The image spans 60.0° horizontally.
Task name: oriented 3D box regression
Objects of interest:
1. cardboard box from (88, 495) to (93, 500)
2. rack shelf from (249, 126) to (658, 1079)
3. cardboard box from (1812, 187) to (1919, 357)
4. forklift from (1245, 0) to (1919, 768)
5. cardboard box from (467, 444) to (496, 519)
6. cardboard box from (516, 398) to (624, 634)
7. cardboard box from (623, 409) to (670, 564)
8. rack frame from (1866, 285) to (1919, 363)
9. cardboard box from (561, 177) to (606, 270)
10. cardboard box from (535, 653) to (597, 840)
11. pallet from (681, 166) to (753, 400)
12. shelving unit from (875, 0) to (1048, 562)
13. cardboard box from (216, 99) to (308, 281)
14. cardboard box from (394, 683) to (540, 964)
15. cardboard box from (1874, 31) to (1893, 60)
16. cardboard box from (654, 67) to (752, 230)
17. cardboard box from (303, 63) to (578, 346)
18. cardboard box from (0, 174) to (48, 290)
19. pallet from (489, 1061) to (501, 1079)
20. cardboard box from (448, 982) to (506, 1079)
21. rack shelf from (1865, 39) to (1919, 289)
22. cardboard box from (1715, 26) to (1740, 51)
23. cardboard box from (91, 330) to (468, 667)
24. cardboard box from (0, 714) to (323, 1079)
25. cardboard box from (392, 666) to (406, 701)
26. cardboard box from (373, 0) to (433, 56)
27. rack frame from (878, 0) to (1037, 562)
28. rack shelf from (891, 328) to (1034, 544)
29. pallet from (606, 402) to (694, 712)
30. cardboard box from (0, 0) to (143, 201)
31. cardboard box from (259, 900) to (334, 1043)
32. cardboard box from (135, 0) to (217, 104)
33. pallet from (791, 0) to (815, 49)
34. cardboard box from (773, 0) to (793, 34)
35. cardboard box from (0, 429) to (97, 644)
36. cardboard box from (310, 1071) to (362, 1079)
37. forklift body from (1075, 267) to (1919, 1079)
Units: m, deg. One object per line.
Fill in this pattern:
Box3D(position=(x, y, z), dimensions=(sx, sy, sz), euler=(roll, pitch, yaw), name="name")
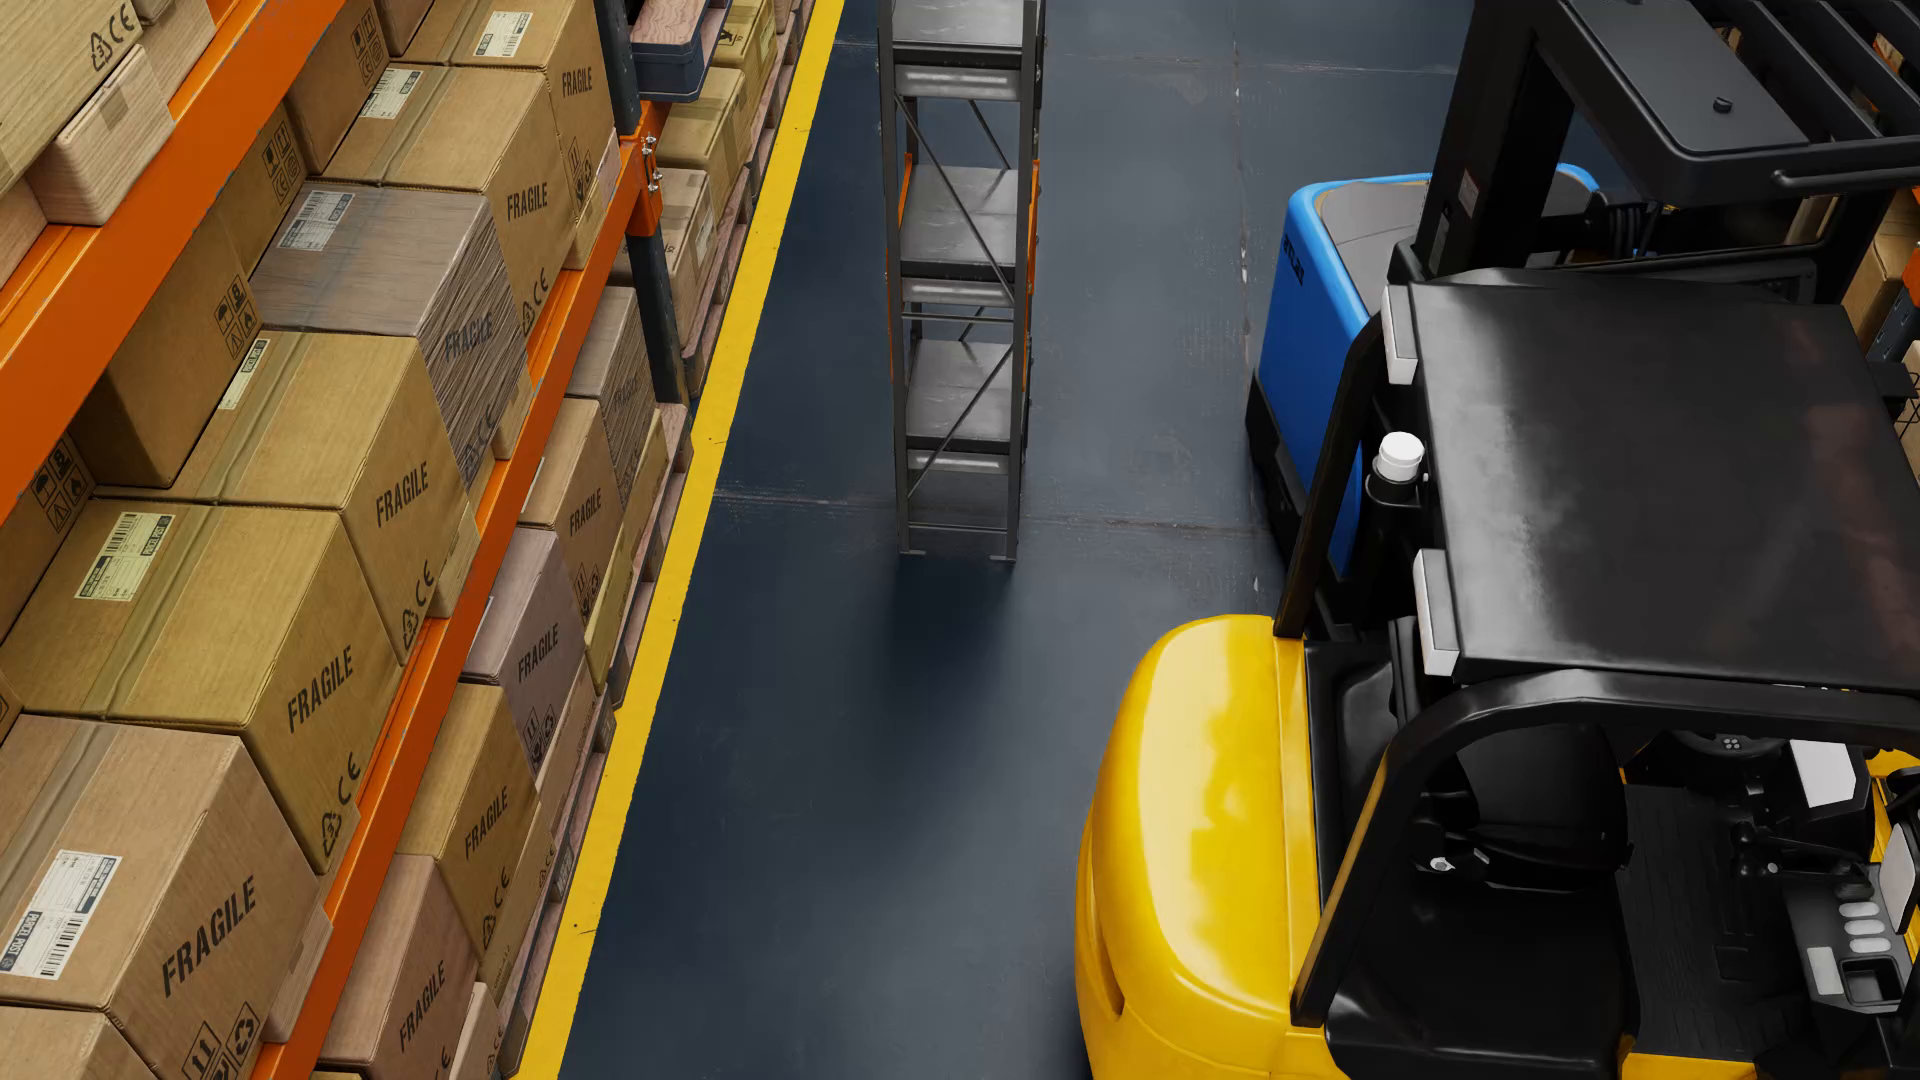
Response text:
Box3D(position=(-1.916, -0.156, 3.590), dimensions=(0.500, 0.500, 0.500), euler=(4, 48, 4), name="cardboard box")
Box3D(position=(-1.673, 0.275, 3.953), dimensions=(1.077, 0.370, 4.000), euler=(4, 48, 4), name="rack shelf")
Box3D(position=(3.489, -0.831, 5.802), dimensions=(0.875, 0.625, 0.625), euler=(6, 48, 5), name="cardboard box")
Box3D(position=(1.768, -0.386, 4.116), dimensions=(1.130, 2.935, 3.031), euler=(-6, 48, -6), name="forklift")
Box3D(position=(-1.359, -0.163, 4.036), dimensions=(0.380, 0.149, 0.250), euler=(3, 48, 3), name="cardboard box")
Box3D(position=(-1.322, -0.077, 4.859), dimensions=(0.500, 0.500, 0.500), euler=(5, 48, 4), name="cardboard box")
Box3D(position=(-1.277, -0.198, 5.477), dimensions=(0.500, 0.250, 0.500), euler=(6, 48, 5), name="cardboard box")
Box3D(position=(3.453, -1.106, 4.729), dimensions=(1.000, 3.000, 0.127), euler=(4, 48, 4), name="rack frame")
Box3D(position=(-1.232, -0.912, 4.722), dimensions=(0.380, 0.149, 0.250), euler=(5, 48, 4), name="cardboard box")
Box3D(position=(-1.366, 0.567, 4.777), dimensions=(0.500, 0.250, 0.500), euler=(5, 48, 4), name="cardboard box")
Box3D(position=(-1.421, -1.068, 6.584), dimensions=(1.003, 0.211, 1.213), euler=(4, 48, 4), name="pallet")
Box3D(position=(0.015, -0.830, 5.086), dimensions=(0.431, 2.100, 0.503), euler=(4, 48, 4), name="shelving unit")
Box3D(position=(-1.888, -0.859, 3.556), dimensions=(0.700, 0.500, 0.500), euler=(3, 48, 3), name="cardboard box")
Box3D(position=(-1.407, 0.691, 4.156), dimensions=(0.500, 0.500, 0.500), euler=(5, 48, 4), name="cardboard box")
Box3D(position=(3.279, -1.813, 5.477), dimensions=(0.500, 0.250, 0.500), euler=(4, 48, 3), name="cardboard box")
Box3D(position=(-1.383, -1.606, 6.682), dimensions=(0.950, 0.372, 0.625), euler=(7, 48, 6), name="cardboard box")
Box3D(position=(-1.323, -0.849, 4.225), dimensions=(0.500, 0.500, 0.500), euler=(5, 48, 5), name="cardboard box")
Box3D(position=(-1.490, -0.418, 2.237), dimensions=(0.380, 0.149, 0.250), euler=(3, 48, 2), name="cardboard box")
Box3D(position=(-1.739, 1.793, 3.967), dimensions=(1.003, 0.211, 1.213), euler=(4, 48, 4), name="pallet")
Box3D(position=(-1.452, 1.340, 4.071), dimensions=(0.500, 0.250, 0.500), euler=(5, 48, 5), name="cardboard box")
Box3D(position=(3.635, -2.333, 6.339), dimensions=(1.077, 0.370, 4.000), euler=(4, 48, 4), name="rack shelf")
Box3D(position=(3.634, -1.953, 6.828), dimensions=(0.875, 0.625, 0.625), euler=(2, 48, 2), name="cardboard box")
Box3D(position=(-1.408, -0.091, 3.531), dimensions=(0.500, 0.500, 0.500), euler=(3, 48, 3), name="cardboard box")
Box3D(position=(-1.492, 0.658, 2.846), dimensions=(0.500, 0.500, 0.500), euler=(5, 48, 5), name="cardboard box")
Box3D(position=(-1.427, 0.210, 3.696), dimensions=(0.380, 0.149, 0.250), euler=(3, 48, 2), name="cardboard box")
Box3D(position=(-1.747, -1.600, 4.234), dimensions=(0.700, 0.500, 0.500), euler=(3, 48, 3), name="cardboard box")
Box3D(position=(-0.007, -0.651, 4.922), dimensions=(0.400, 2.100, 0.015), euler=(4, 48, 4), name="rack frame")
Box3D(position=(0.015, -0.349, 5.613), dimensions=(0.431, 0.518, 0.480), euler=(4, 48, 4), name="rack shelf")
Box3D(position=(-1.517, 0.000, 5.607), dimensions=(1.003, 0.211, 1.213), euler=(4, 48, 4), name="pallet")
Box3D(position=(-1.466, -0.662, 2.190), dimensions=(0.500, 0.250, 0.500), euler=(5, 48, 5), name="cardboard box")
Box3D(position=(-1.435, 0.792, 3.163), dimensions=(0.380, 0.149, 0.250), euler=(5, 48, 4), name="cardboard box")
Box3D(position=(-1.404, -0.793, 2.580), dimensions=(0.380, 0.149, 0.250), euler=(3, 48, 2), name="cardboard box")
Box3D(position=(-1.199, -2.861, 8.224), dimensions=(1.003, 0.211, 1.213), euler=(4, 48, 4), name="pallet")
Box3D(position=(-1.247, -2.674, 7.659), dimensions=(0.950, 0.372, 0.625), euler=(3, 48, 3), name="cardboard box")
Box3D(position=(-2.028, -0.113, 2.873), dimensions=(0.700, 0.500, 0.500), euler=(3, 48, 3), name="cardboard box")
Box3D(position=(-1.505, 1.444, 3.467), dimensions=(0.500, 0.500, 0.500), euler=(2, 48, 2), name="cardboard box")
Box3D(position=(1.444, 0.604, 3.740), dimensions=(2.313, 2.155, 1.214), euler=(4, 48, 4), name="forklift body")
